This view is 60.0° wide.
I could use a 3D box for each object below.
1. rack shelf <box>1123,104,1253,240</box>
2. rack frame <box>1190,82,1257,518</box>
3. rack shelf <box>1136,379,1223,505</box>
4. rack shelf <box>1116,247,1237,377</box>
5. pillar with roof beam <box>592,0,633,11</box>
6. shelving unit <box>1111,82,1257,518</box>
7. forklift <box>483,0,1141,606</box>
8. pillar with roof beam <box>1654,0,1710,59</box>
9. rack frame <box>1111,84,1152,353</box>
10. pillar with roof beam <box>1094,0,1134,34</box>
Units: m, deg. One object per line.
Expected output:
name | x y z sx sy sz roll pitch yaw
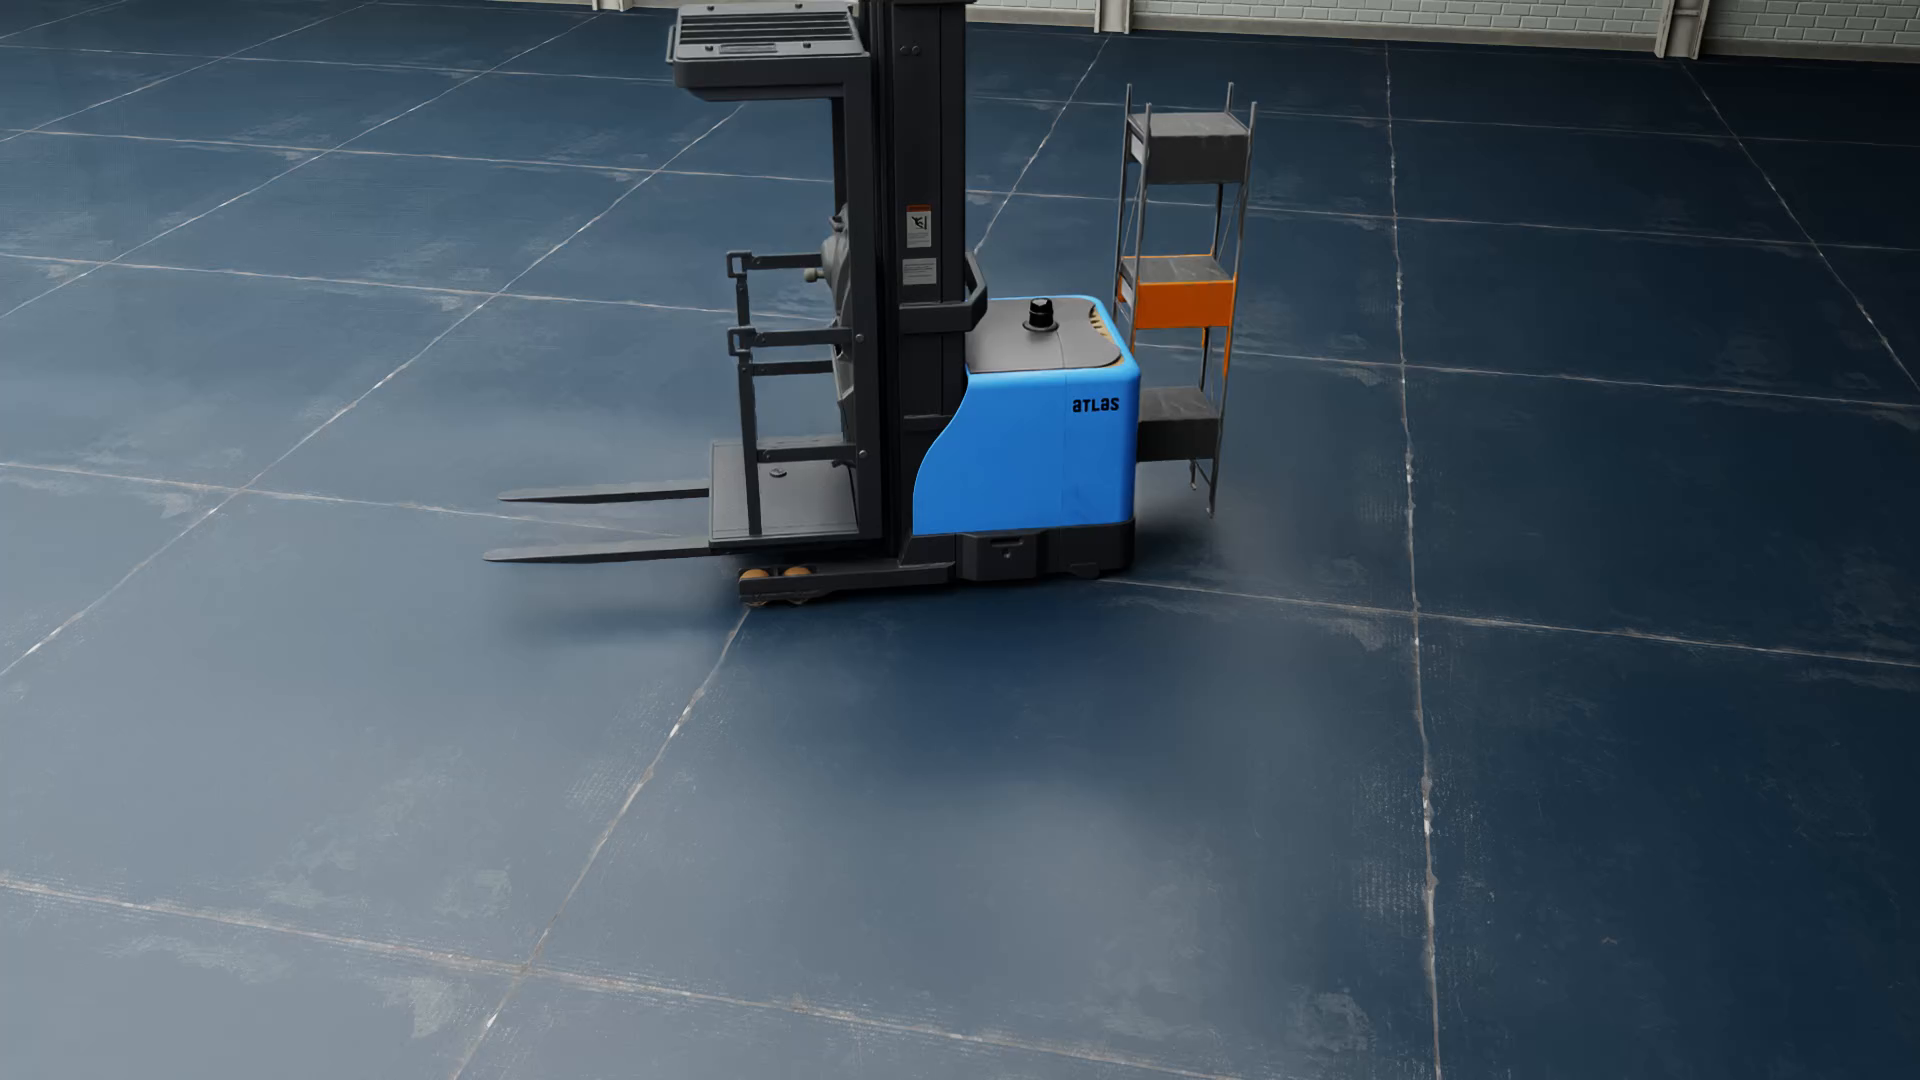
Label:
rack shelf | 1.048 -1.721 7.766 0.480 0.518 0.431 -3 29 -8
rack frame | 1.275 -1.130 8.127 0.015 2.100 0.400 -3 29 -8
rack shelf | 1.018 -0.490 8.432 0.480 0.518 0.431 -3 29 -8
rack shelf | 1.033 -1.105 8.099 0.480 0.518 0.431 -3 29 -8
pillar with roof beam | -5.038 -8.276 13.996 0.400 9.000 9.100 6 29 11
shelving unit | 1.033 -1.117 8.092 0.503 2.100 0.431 -3 29 -8
forklift | -0.728 -1.250 7.481 3.031 2.935 1.130 -3 29 -6
pillar with roof beam | 6.698 -7.072 11.798 0.400 9.000 9.100 6 29 11
rack frame | 0.792 -1.105 8.058 0.015 2.100 0.400 -3 29 -8
pillar with roof beam | 0.830 -7.674 12.897 0.400 9.000 9.100 6 29 11
